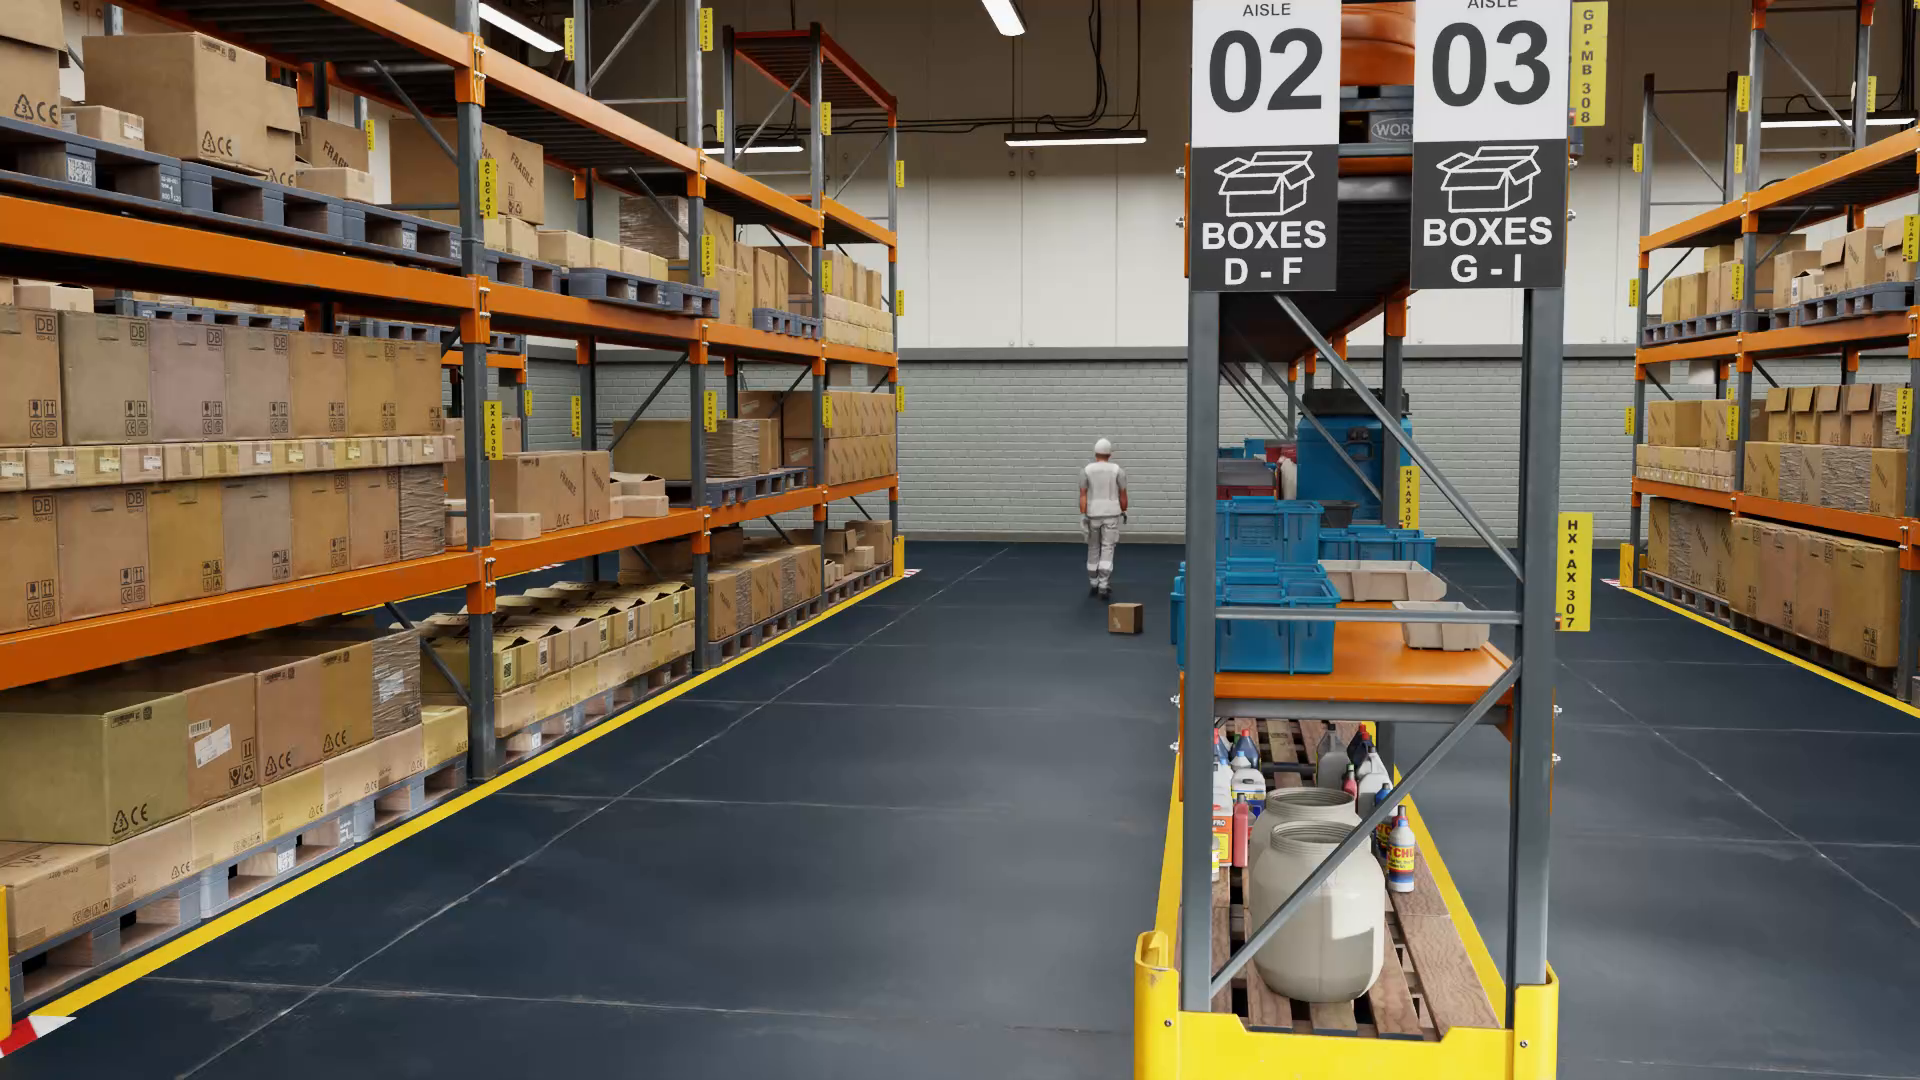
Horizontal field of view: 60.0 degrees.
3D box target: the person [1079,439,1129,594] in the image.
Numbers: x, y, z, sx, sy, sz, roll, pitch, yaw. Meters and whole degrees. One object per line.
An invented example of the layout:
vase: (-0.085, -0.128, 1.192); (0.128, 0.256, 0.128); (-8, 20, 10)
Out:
person: (1.646, -0.287, 18.926); (0.536, 1.736, 0.974); (1, 4, 12)
